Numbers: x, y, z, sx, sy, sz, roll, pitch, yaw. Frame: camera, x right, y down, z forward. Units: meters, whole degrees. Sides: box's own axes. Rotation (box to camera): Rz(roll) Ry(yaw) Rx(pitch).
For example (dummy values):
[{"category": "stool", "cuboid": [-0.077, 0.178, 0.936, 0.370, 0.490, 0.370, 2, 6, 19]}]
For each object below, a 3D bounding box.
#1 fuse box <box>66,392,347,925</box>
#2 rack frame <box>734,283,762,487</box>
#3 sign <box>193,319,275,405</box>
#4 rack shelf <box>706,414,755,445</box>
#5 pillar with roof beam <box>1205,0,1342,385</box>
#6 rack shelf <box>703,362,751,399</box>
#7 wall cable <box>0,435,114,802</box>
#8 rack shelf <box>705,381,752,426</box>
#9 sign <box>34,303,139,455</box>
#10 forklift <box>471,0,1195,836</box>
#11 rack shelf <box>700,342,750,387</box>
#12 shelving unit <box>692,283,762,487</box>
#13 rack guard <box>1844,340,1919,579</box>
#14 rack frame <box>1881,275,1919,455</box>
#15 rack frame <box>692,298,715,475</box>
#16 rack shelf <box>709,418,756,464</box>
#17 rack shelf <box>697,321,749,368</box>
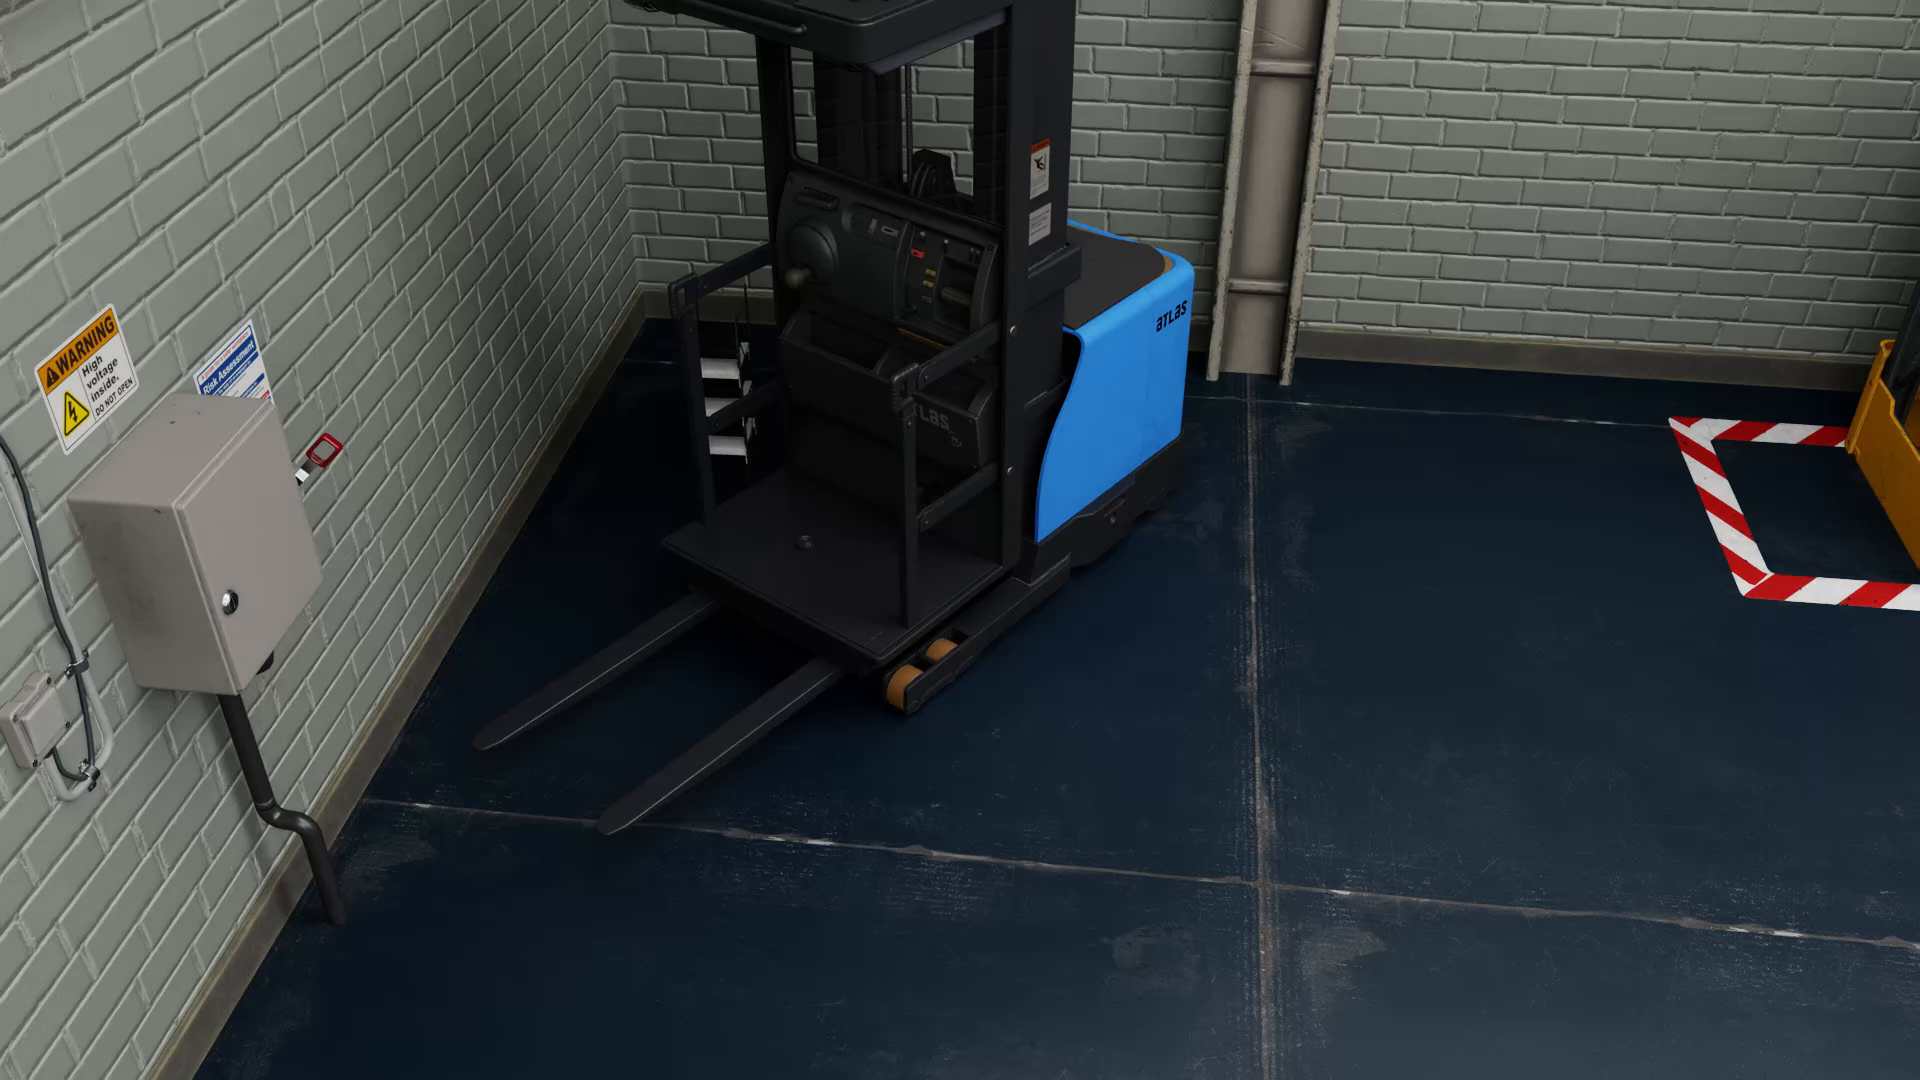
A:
[{"category": "fuse box", "cuboid": [-1.885, 0.454, 4.641, 0.414, 1.711, 0.539, 4, 36, 6]}, {"category": "rack frame", "cuboid": [-0.866, -0.590, 6.803, 0.006, 0.900, 0.240, 2, 36, 3]}, {"category": "sign", "cuboid": [-2.027, -0.332, 4.715, 0.001, 0.494, 0.329, 4, 36, 6]}, {"category": "rack shelf", "cuboid": [-0.967, -0.494, 6.880, 0.200, 0.077, 0.258, 2, 36, 3]}, {"category": "pillar with roof beam", "cuboid": [0.820, -2.008, 1.817, 0.400, 9.000, 9.100, 4, 36, 6]}, {"category": "rack shelf", "cuboid": [-0.967, -0.641, 6.776, 0.200, 0.077, 0.258, 2, 36, 3]}, {"category": "wall cable", "cuboid": [-2.128, -0.103, 3.437, 0.122, 1.984, 0.588, 4, 36, 6]}, {"category": "rack shelf", "cuboid": [-0.967, -0.568, 6.828, 0.200, 0.077, 0.258, 2, 36, 3]}, {"category": "sign", "cuboid": [-2.097, -0.390, 4.004, 0.001, 0.242, 0.339, 4, 36, 6]}, {"category": "forklift", "cuboid": [-0.392, -0.911, 5.503, 1.130, 2.935, 3.031, 25, 43, 31]}, {"category": "rack shelf", "cuboid": [-0.967, -0.714, 6.723, 0.200, 0.077, 0.258, 2, 36, 3]}, {"category": "shelving unit", "cuboid": [-0.967, -0.595, 6.809, 0.210, 0.900, 0.258, 2, 36, 3]}, {"category": "rack guard", "cuboid": [4.003, -0.305, 6.746, 0.348, 0.500, 1.175, 4, 36, 6]}, {"category": "rack frame", "cuboid": [3.927, -1.328, 6.028, 0.127, 3.000, 1.000, 4, 36, 6]}, {"category": "rack frame", "cuboid": [-1.069, -0.599, 6.815, 0.006, 0.900, 0.240, 2, 36, 3]}, {"category": "rack shelf", "cuboid": [-0.967, -0.421, 6.933, 0.200, 0.077, 0.258, 2, 36, 3]}, {"category": "rack shelf", "cuboid": [-0.967, -0.787, 6.671, 0.200, 0.077, 0.258, 2, 36, 3]}]
